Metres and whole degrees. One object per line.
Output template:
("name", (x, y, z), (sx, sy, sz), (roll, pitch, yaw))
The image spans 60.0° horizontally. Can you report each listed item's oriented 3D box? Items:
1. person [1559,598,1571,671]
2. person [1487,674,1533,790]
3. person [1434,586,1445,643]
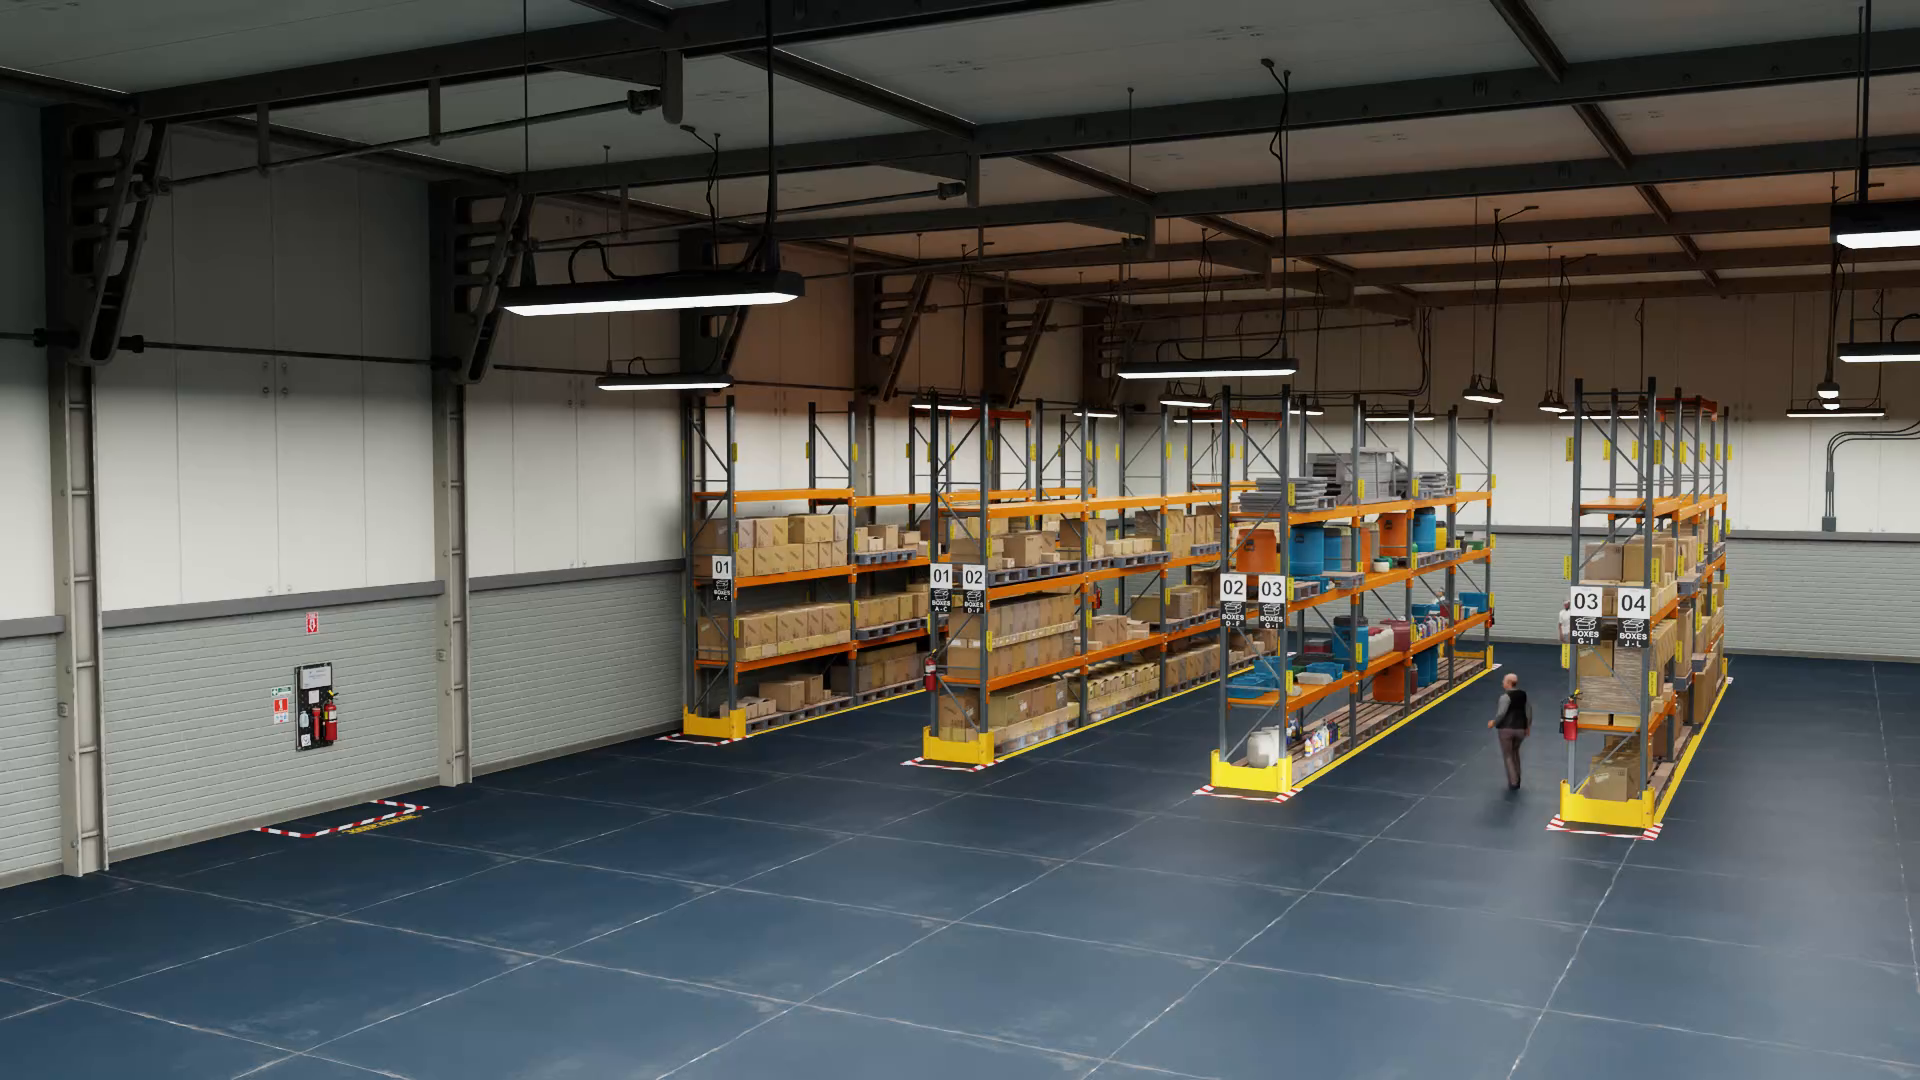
("person", (14.038, 2.172, 38.039), (0.658, 1.687, 0.370), (1, 3, 20))
("person", (8.262, 2.882, 24.841), (0.632, 1.775, 0.561), (0, 3, -7))
("person", (11.979, 2.002, 41.249), (0.519, 1.741, 0.786), (2, 3, 28))
